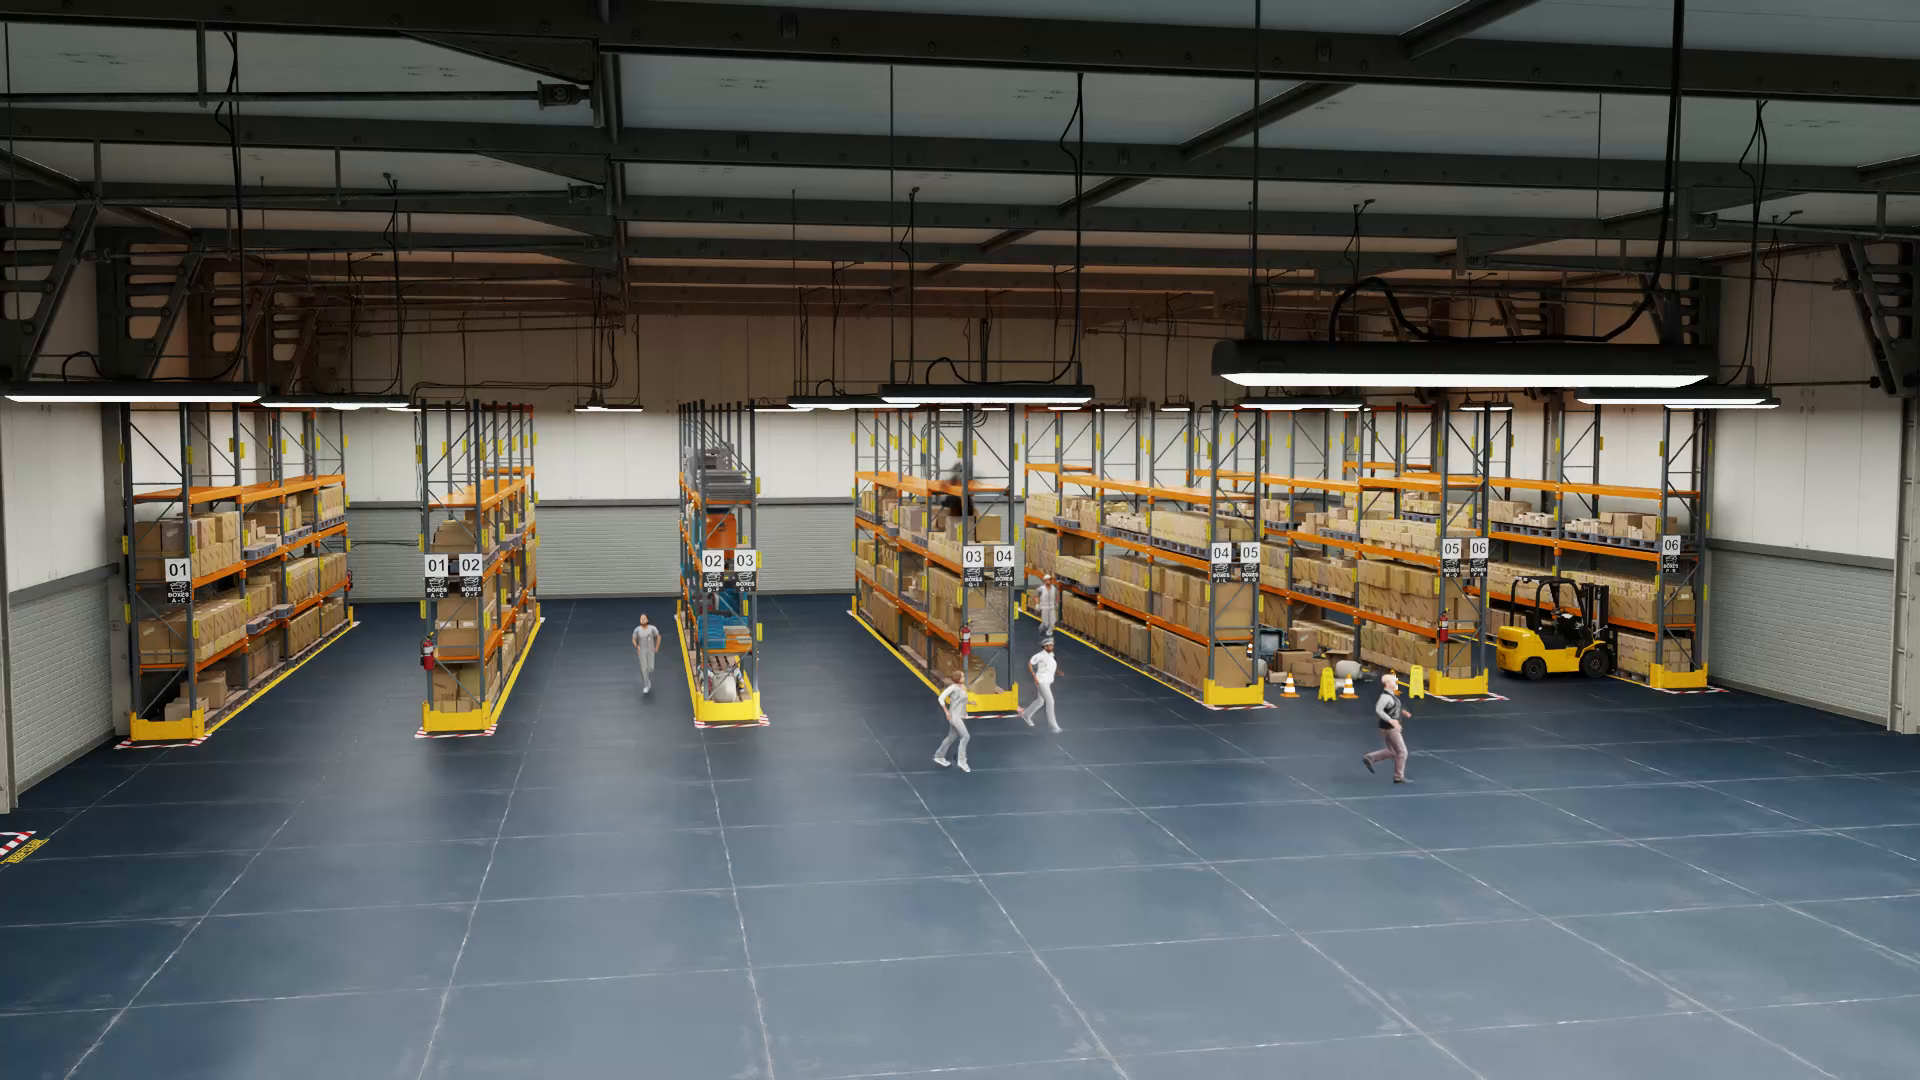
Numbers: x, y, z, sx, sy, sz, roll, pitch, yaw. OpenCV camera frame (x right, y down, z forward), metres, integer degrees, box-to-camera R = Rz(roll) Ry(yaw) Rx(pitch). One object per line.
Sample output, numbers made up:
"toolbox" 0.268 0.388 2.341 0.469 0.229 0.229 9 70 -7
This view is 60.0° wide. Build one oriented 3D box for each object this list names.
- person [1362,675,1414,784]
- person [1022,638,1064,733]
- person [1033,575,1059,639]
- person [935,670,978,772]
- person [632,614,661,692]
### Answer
"person" 6.652 2.931 25.839 0.803 1.689 0.668 1 5 19
"person" 1.497 2.606 30.172 0.900 1.711 0.524 3 5 30
"person" 2.184 1.731 41.451 0.658 1.738 0.601 -1 4 -16
"person" -0.070 2.906 26.826 0.715 1.636 0.525 1 4 14
"person" -6.459 2.328 34.229 0.577 1.628 0.528 -1 4 -8
